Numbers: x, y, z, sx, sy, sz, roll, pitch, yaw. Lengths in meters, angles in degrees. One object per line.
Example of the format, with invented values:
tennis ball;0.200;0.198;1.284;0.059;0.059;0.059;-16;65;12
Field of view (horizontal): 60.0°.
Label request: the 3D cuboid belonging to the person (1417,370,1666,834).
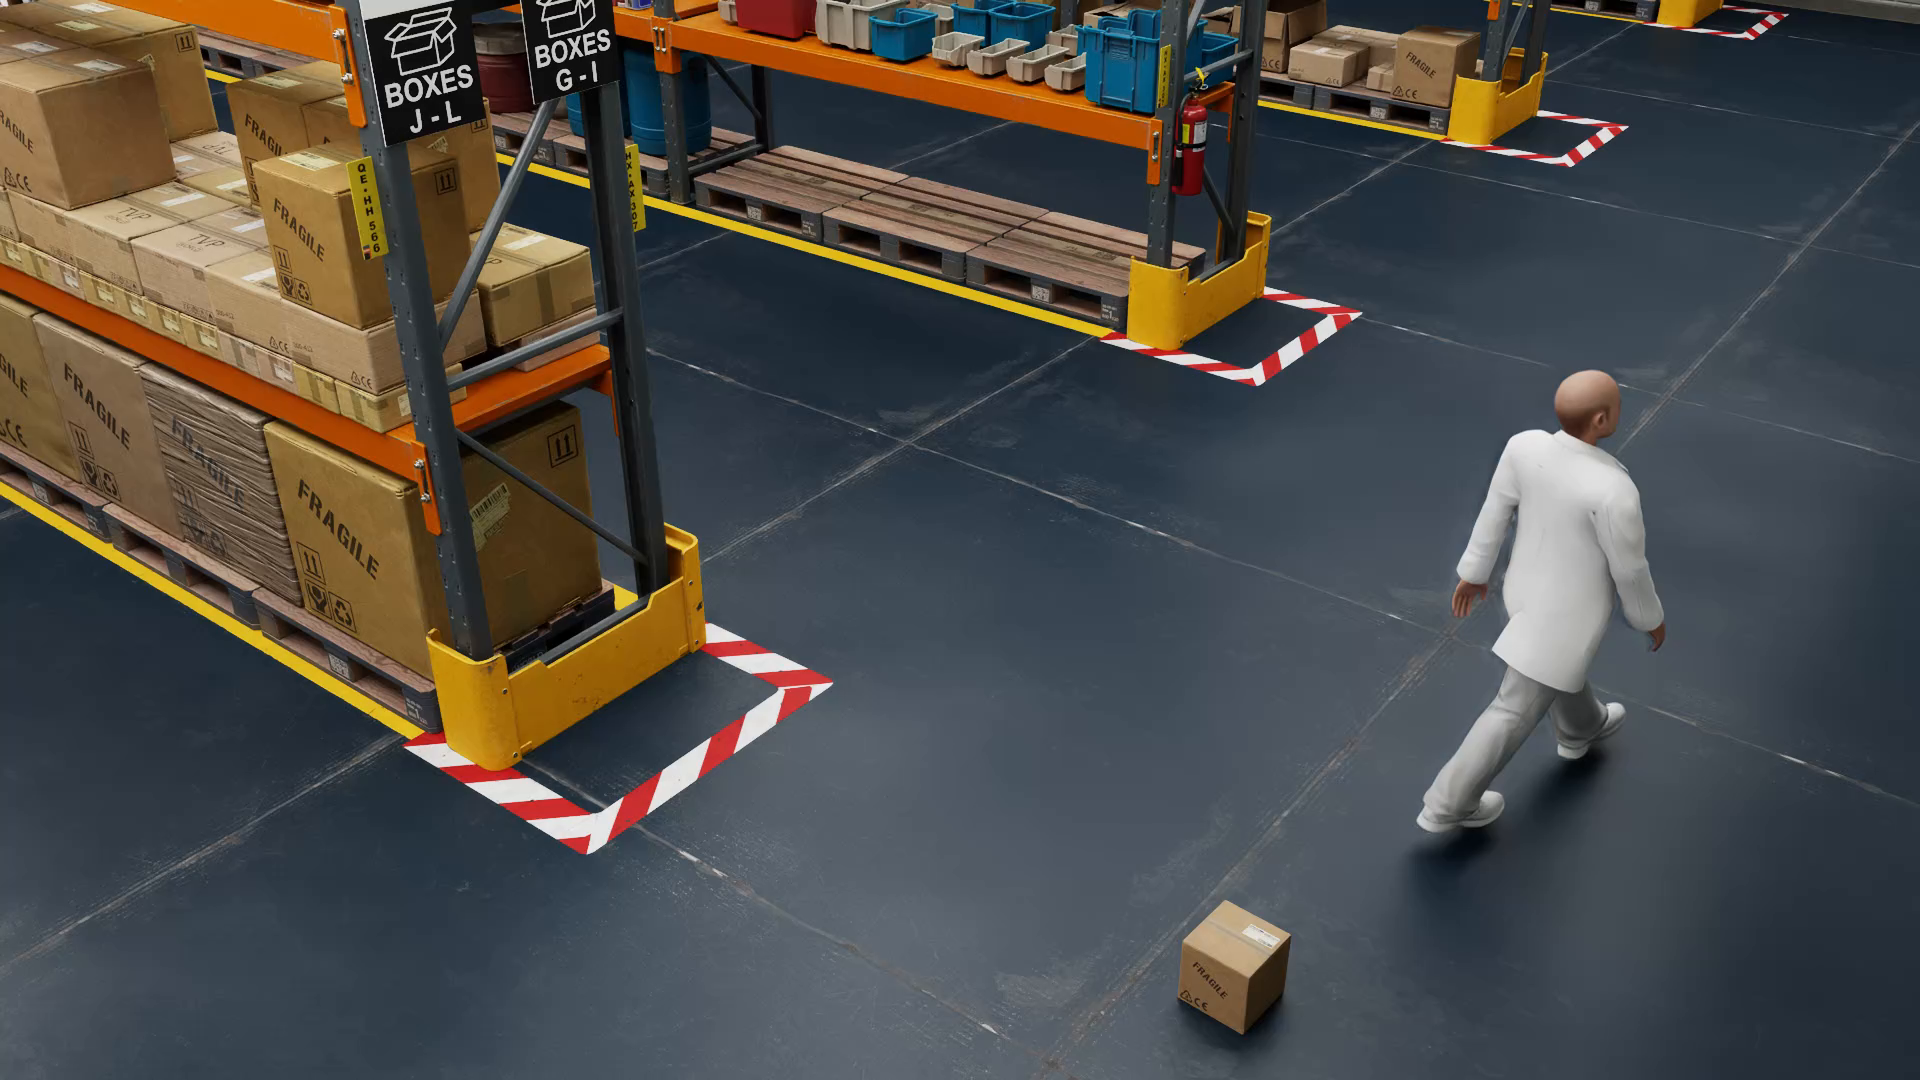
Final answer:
person;2.142;0.183;5.815;1.144;1.710;0.620;-11;32;-19
